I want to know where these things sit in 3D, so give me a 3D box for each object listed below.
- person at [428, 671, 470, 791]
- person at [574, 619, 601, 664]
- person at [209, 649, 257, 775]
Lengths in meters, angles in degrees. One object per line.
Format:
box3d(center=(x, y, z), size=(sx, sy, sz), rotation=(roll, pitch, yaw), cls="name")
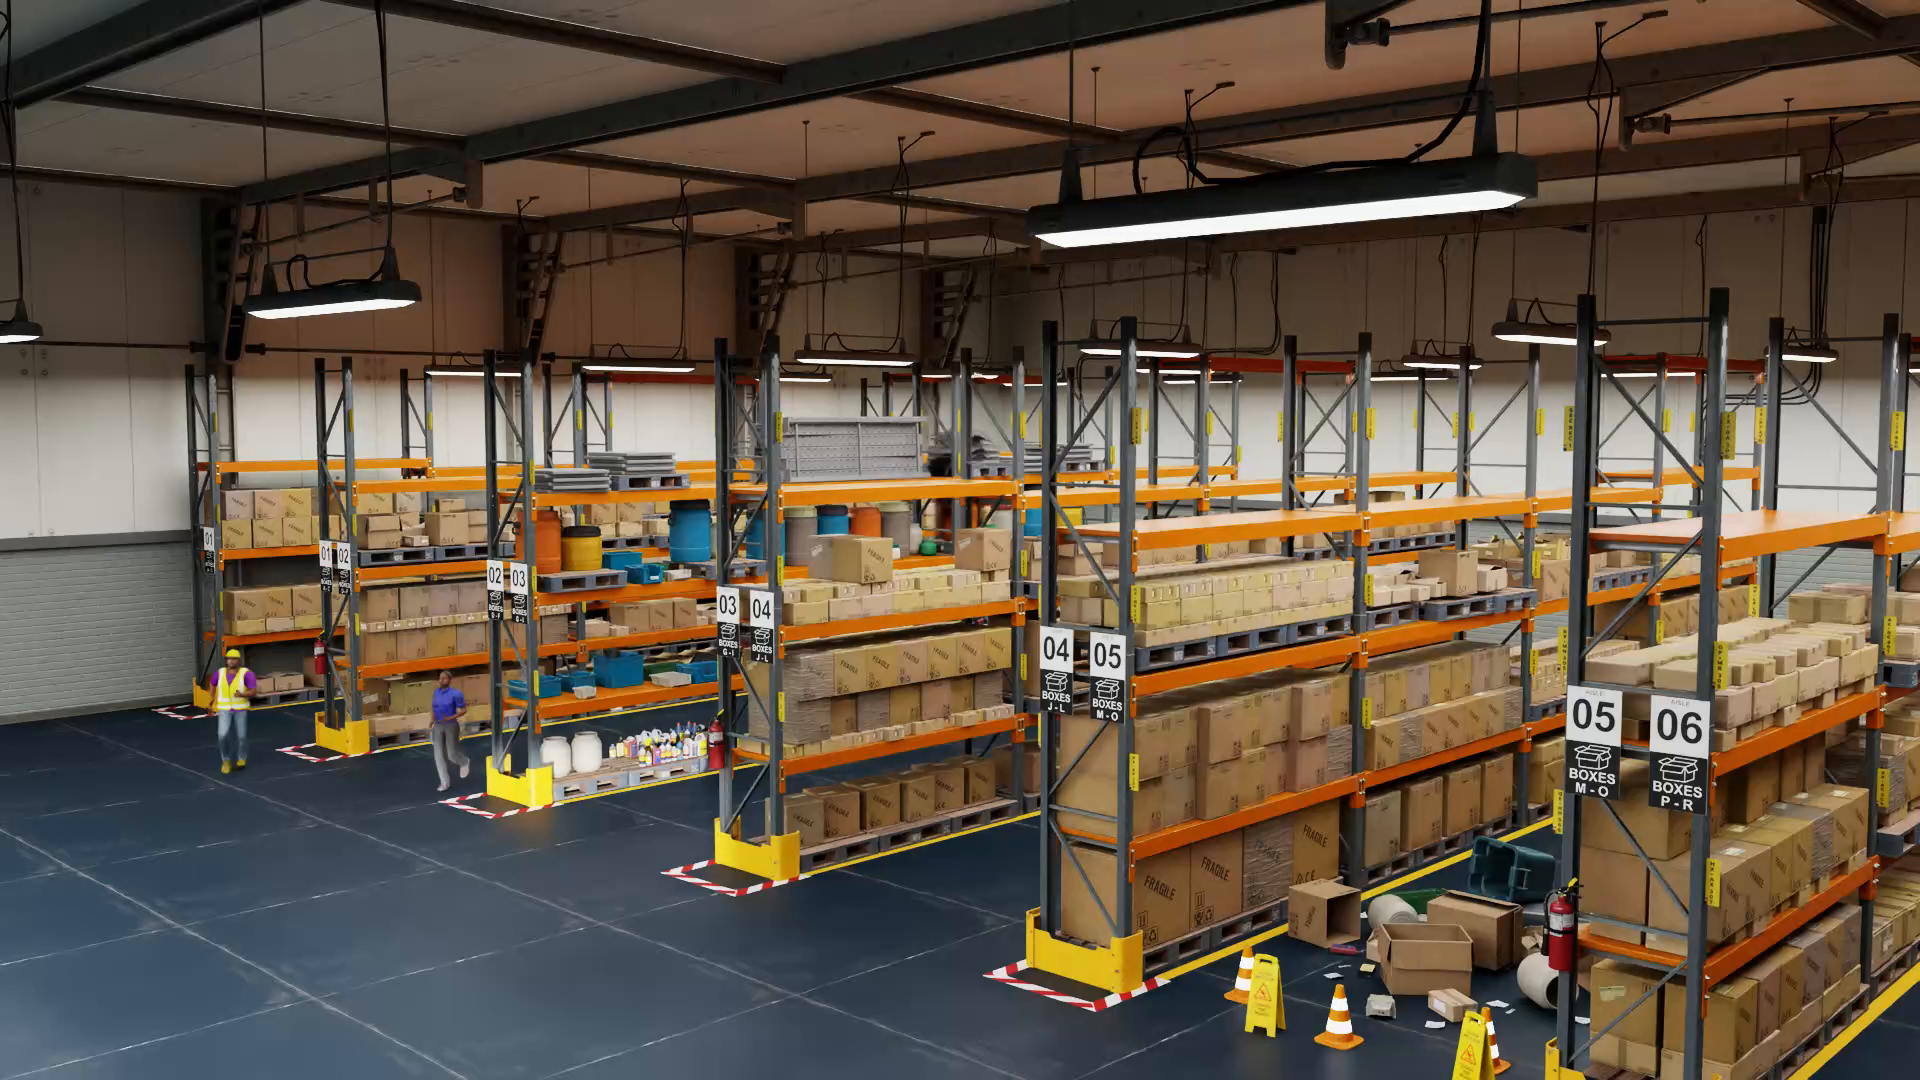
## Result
box3d(center=(-7.055, 2.603, 22.910), size=(0.576, 1.609, 0.707), rotation=(1, 4, 12), cls="person")
box3d(center=(-6.873, 2.164, 30.567), size=(0.565, 1.316, 0.829), rotation=(2, 5, 28), cls="person")
box3d(center=(-10.440, 2.459, 23.874), size=(0.670, 1.791, 0.728), rotation=(-1, 5, -16), cls="person")
